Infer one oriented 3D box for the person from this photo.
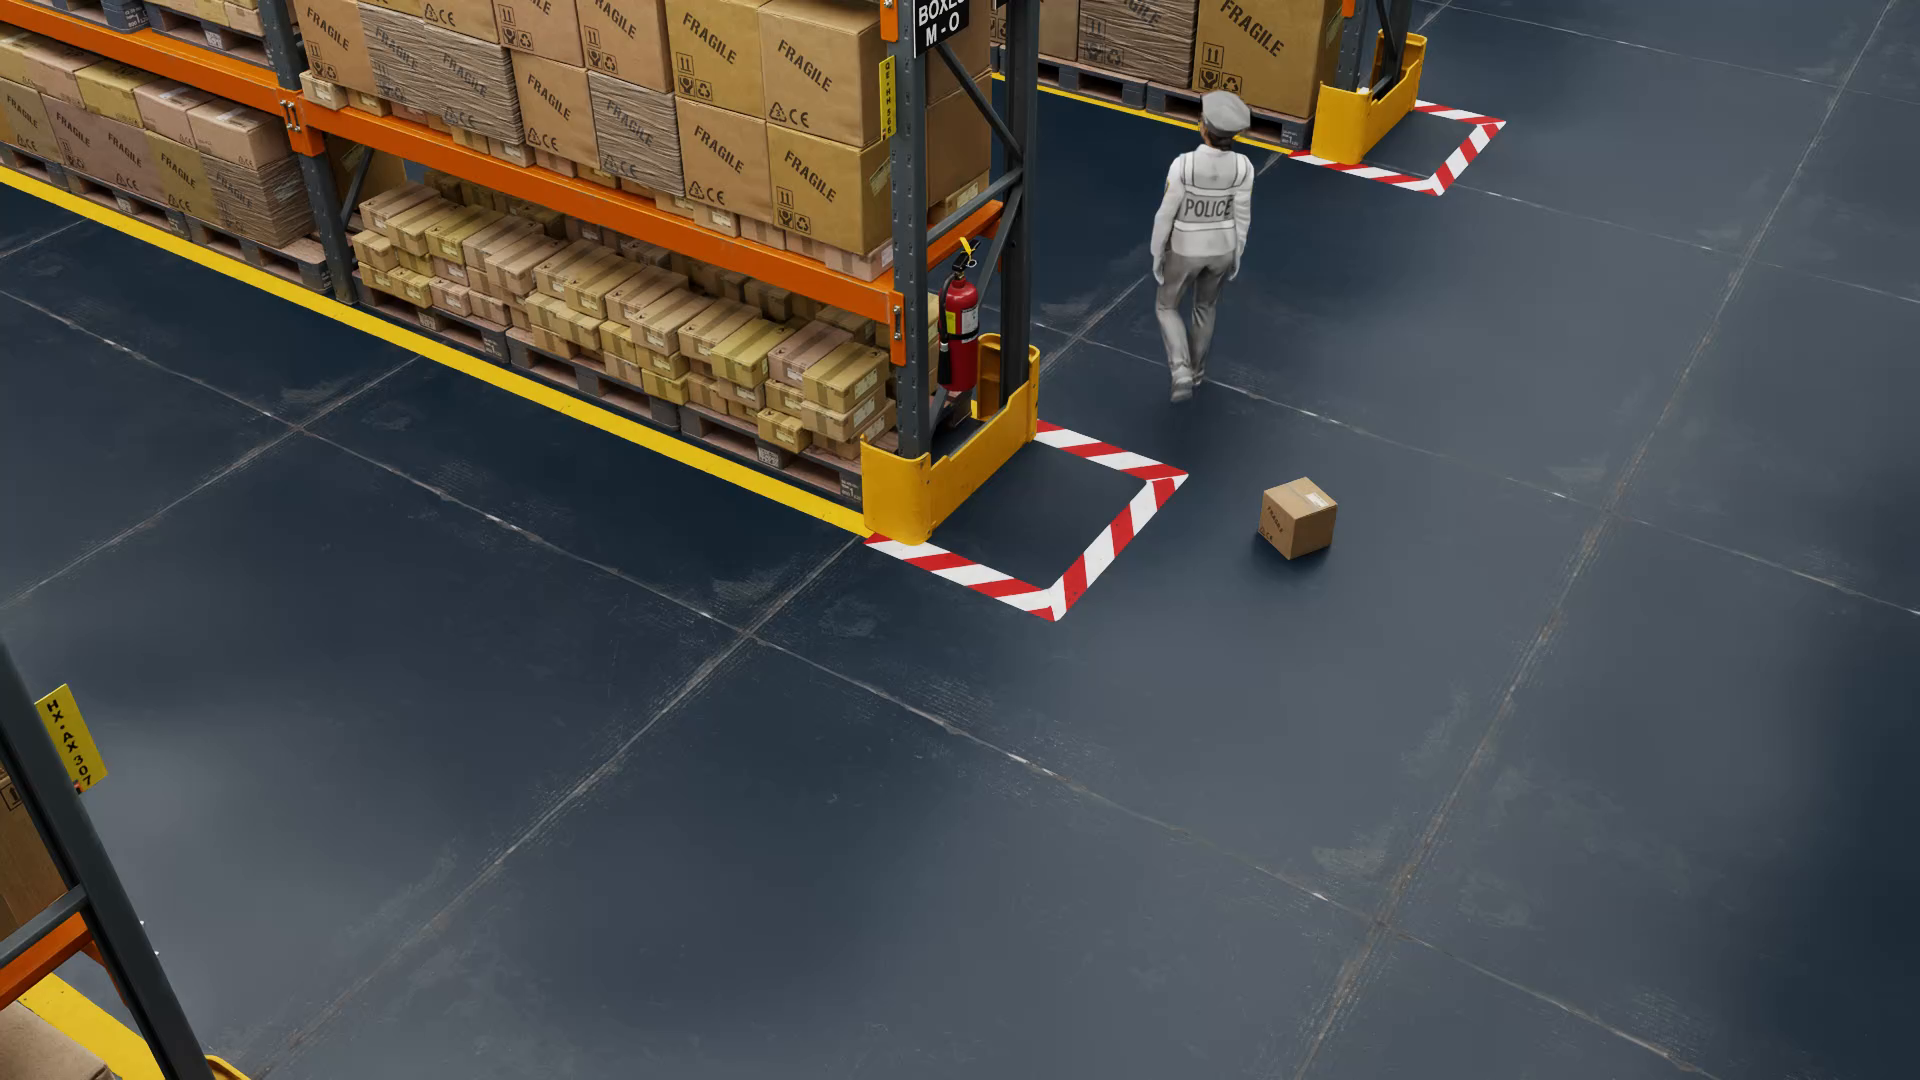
[{"bbox_3d":[1.216,-1.443,8.438,0.495,1.669,0.661,-4,39,-5],"label":"person"}]
